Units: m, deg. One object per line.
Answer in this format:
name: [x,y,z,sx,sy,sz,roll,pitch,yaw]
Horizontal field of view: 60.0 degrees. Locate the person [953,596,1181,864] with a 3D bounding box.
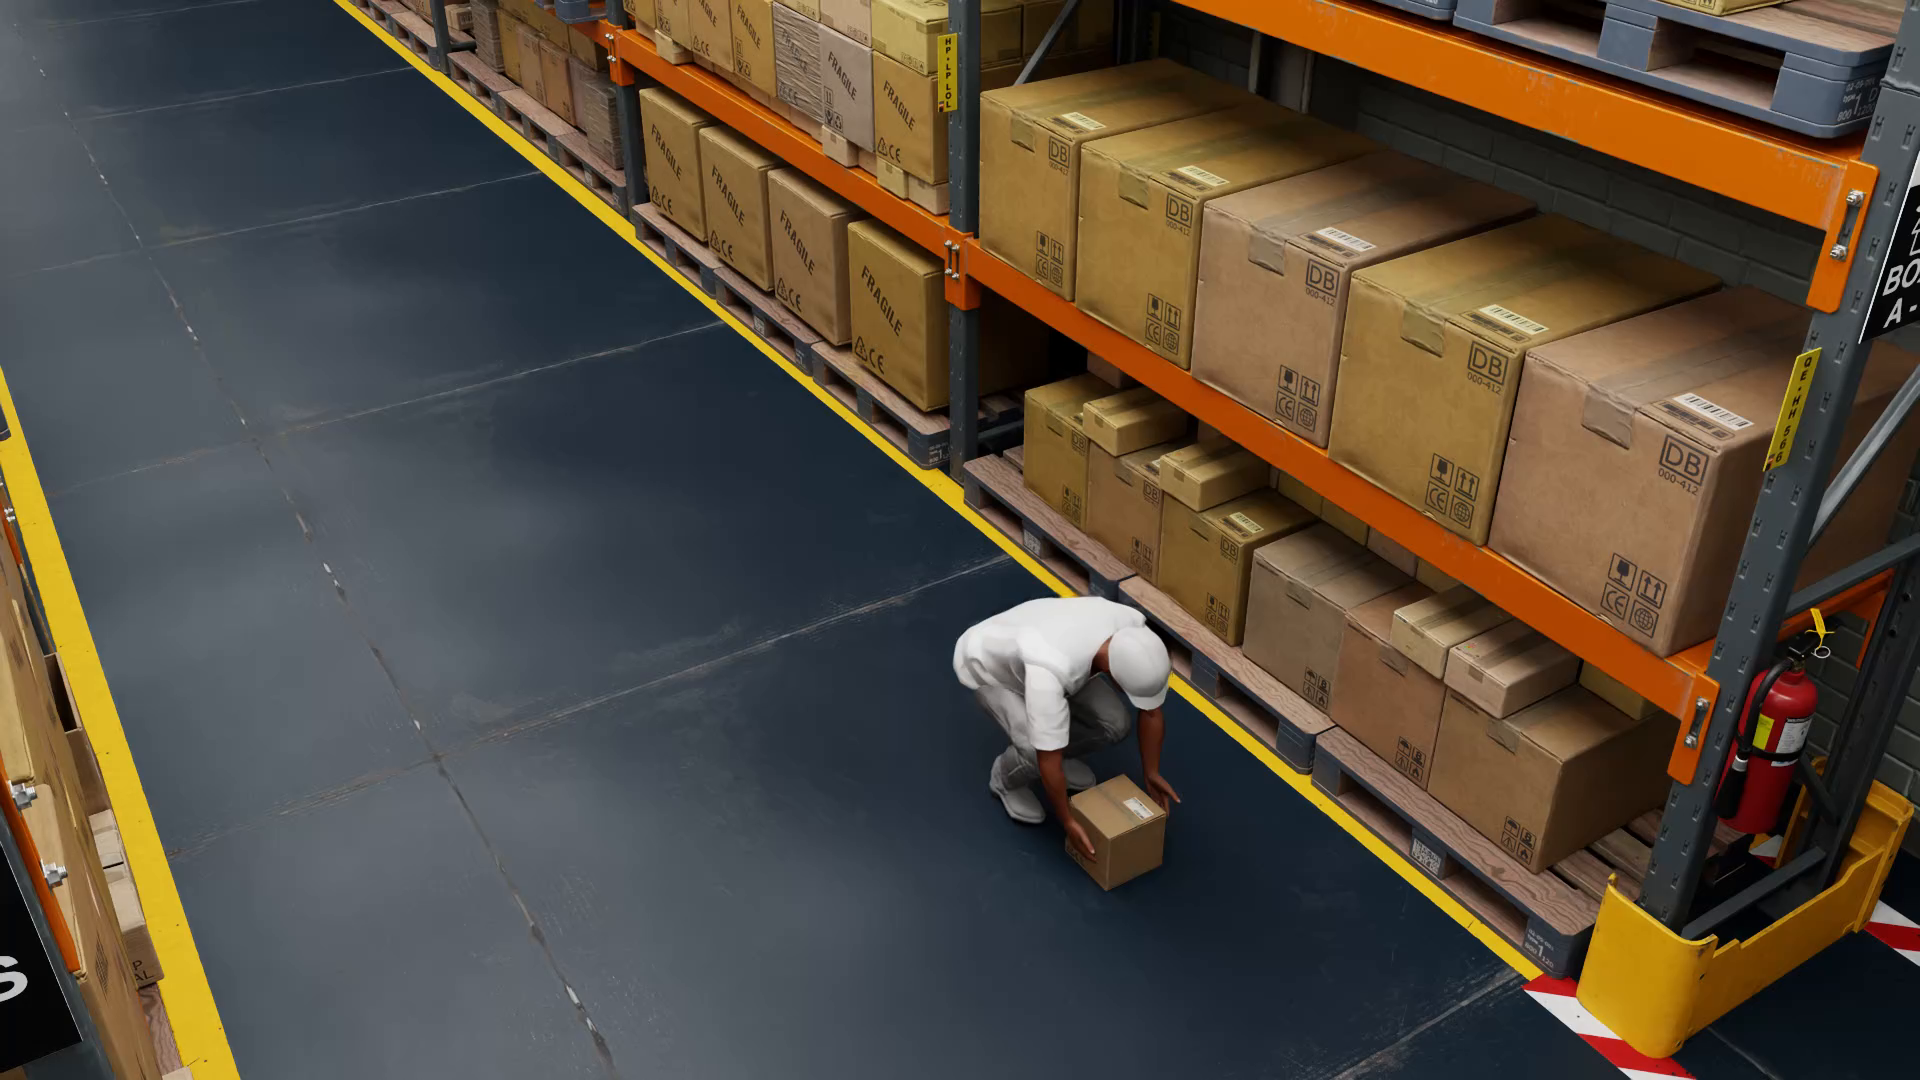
person: [0.390,0.570,5.978,0.576,0.957,0.895,-20,37,-28]
